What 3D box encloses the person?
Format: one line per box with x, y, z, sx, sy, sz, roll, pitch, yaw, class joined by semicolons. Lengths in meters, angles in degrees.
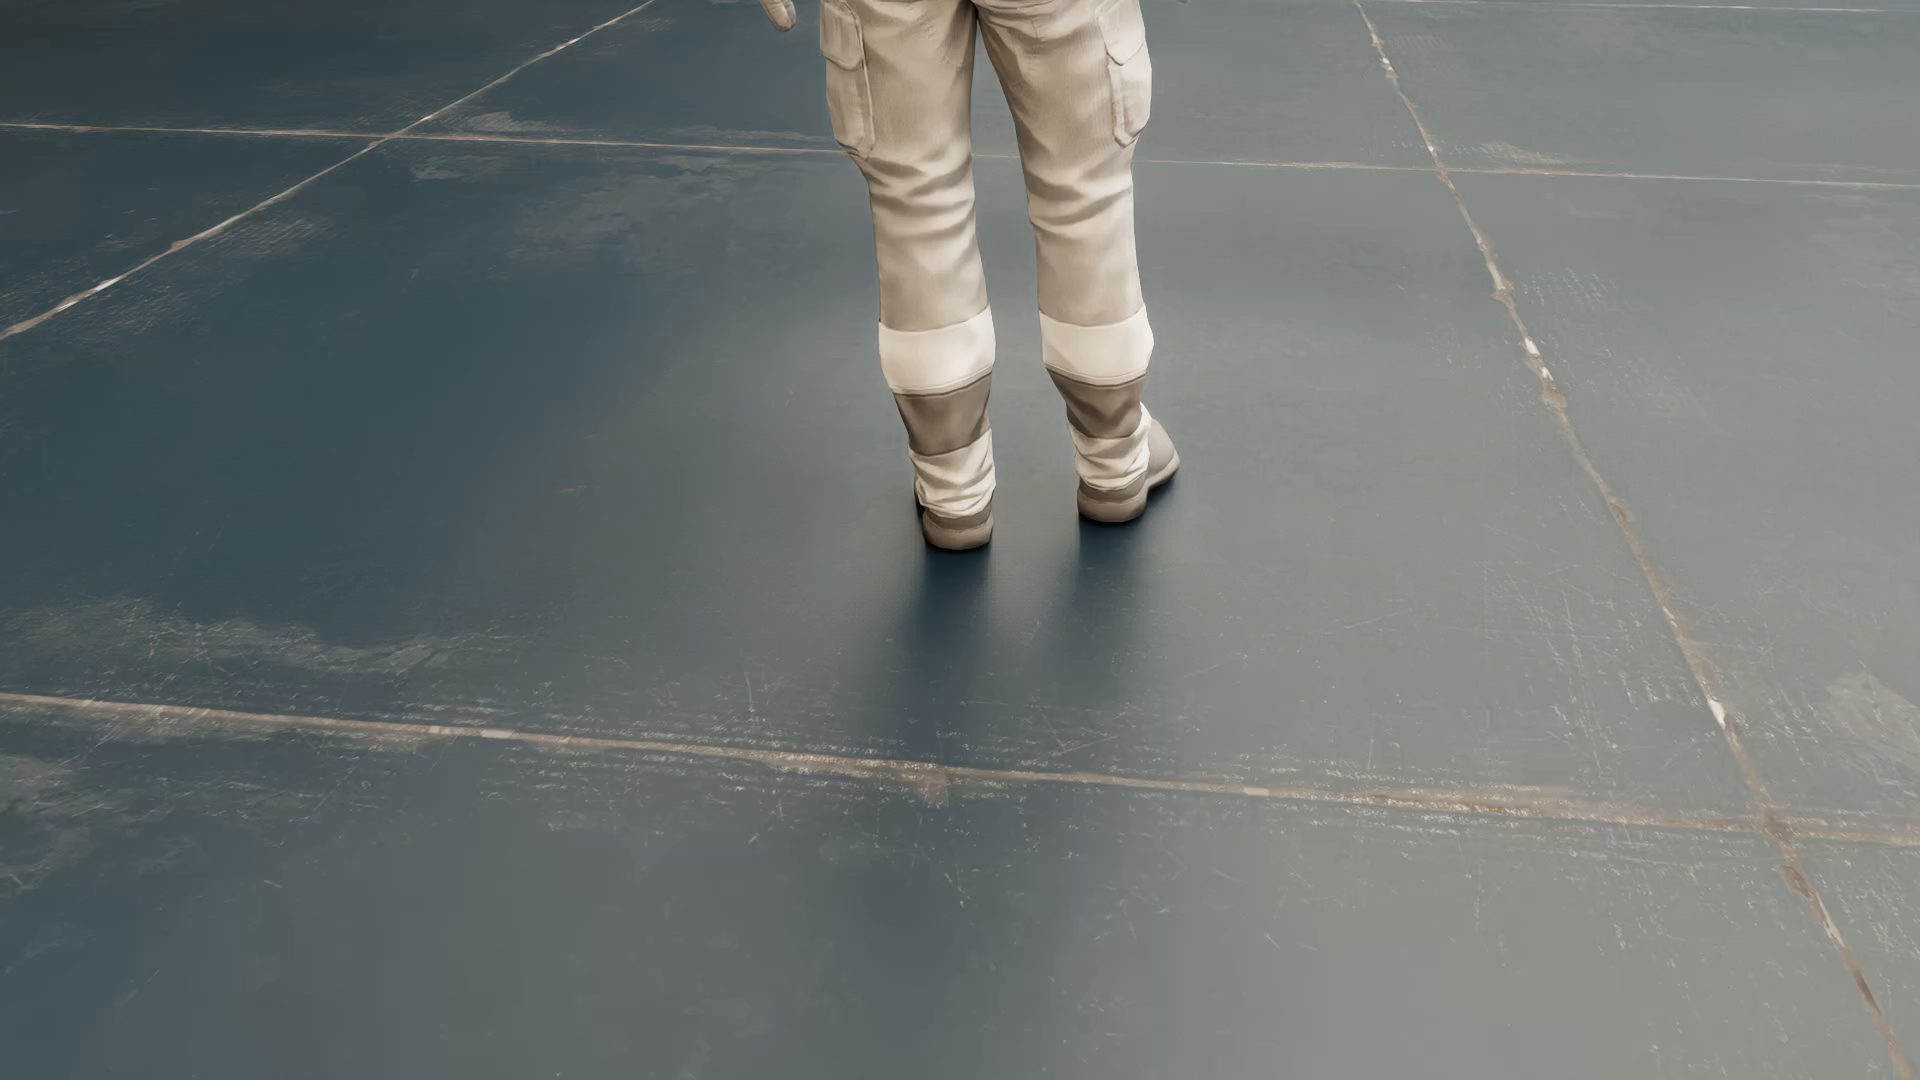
0.023;-0.842;2.167;0.637;1.787;0.564;3;27;7;person
